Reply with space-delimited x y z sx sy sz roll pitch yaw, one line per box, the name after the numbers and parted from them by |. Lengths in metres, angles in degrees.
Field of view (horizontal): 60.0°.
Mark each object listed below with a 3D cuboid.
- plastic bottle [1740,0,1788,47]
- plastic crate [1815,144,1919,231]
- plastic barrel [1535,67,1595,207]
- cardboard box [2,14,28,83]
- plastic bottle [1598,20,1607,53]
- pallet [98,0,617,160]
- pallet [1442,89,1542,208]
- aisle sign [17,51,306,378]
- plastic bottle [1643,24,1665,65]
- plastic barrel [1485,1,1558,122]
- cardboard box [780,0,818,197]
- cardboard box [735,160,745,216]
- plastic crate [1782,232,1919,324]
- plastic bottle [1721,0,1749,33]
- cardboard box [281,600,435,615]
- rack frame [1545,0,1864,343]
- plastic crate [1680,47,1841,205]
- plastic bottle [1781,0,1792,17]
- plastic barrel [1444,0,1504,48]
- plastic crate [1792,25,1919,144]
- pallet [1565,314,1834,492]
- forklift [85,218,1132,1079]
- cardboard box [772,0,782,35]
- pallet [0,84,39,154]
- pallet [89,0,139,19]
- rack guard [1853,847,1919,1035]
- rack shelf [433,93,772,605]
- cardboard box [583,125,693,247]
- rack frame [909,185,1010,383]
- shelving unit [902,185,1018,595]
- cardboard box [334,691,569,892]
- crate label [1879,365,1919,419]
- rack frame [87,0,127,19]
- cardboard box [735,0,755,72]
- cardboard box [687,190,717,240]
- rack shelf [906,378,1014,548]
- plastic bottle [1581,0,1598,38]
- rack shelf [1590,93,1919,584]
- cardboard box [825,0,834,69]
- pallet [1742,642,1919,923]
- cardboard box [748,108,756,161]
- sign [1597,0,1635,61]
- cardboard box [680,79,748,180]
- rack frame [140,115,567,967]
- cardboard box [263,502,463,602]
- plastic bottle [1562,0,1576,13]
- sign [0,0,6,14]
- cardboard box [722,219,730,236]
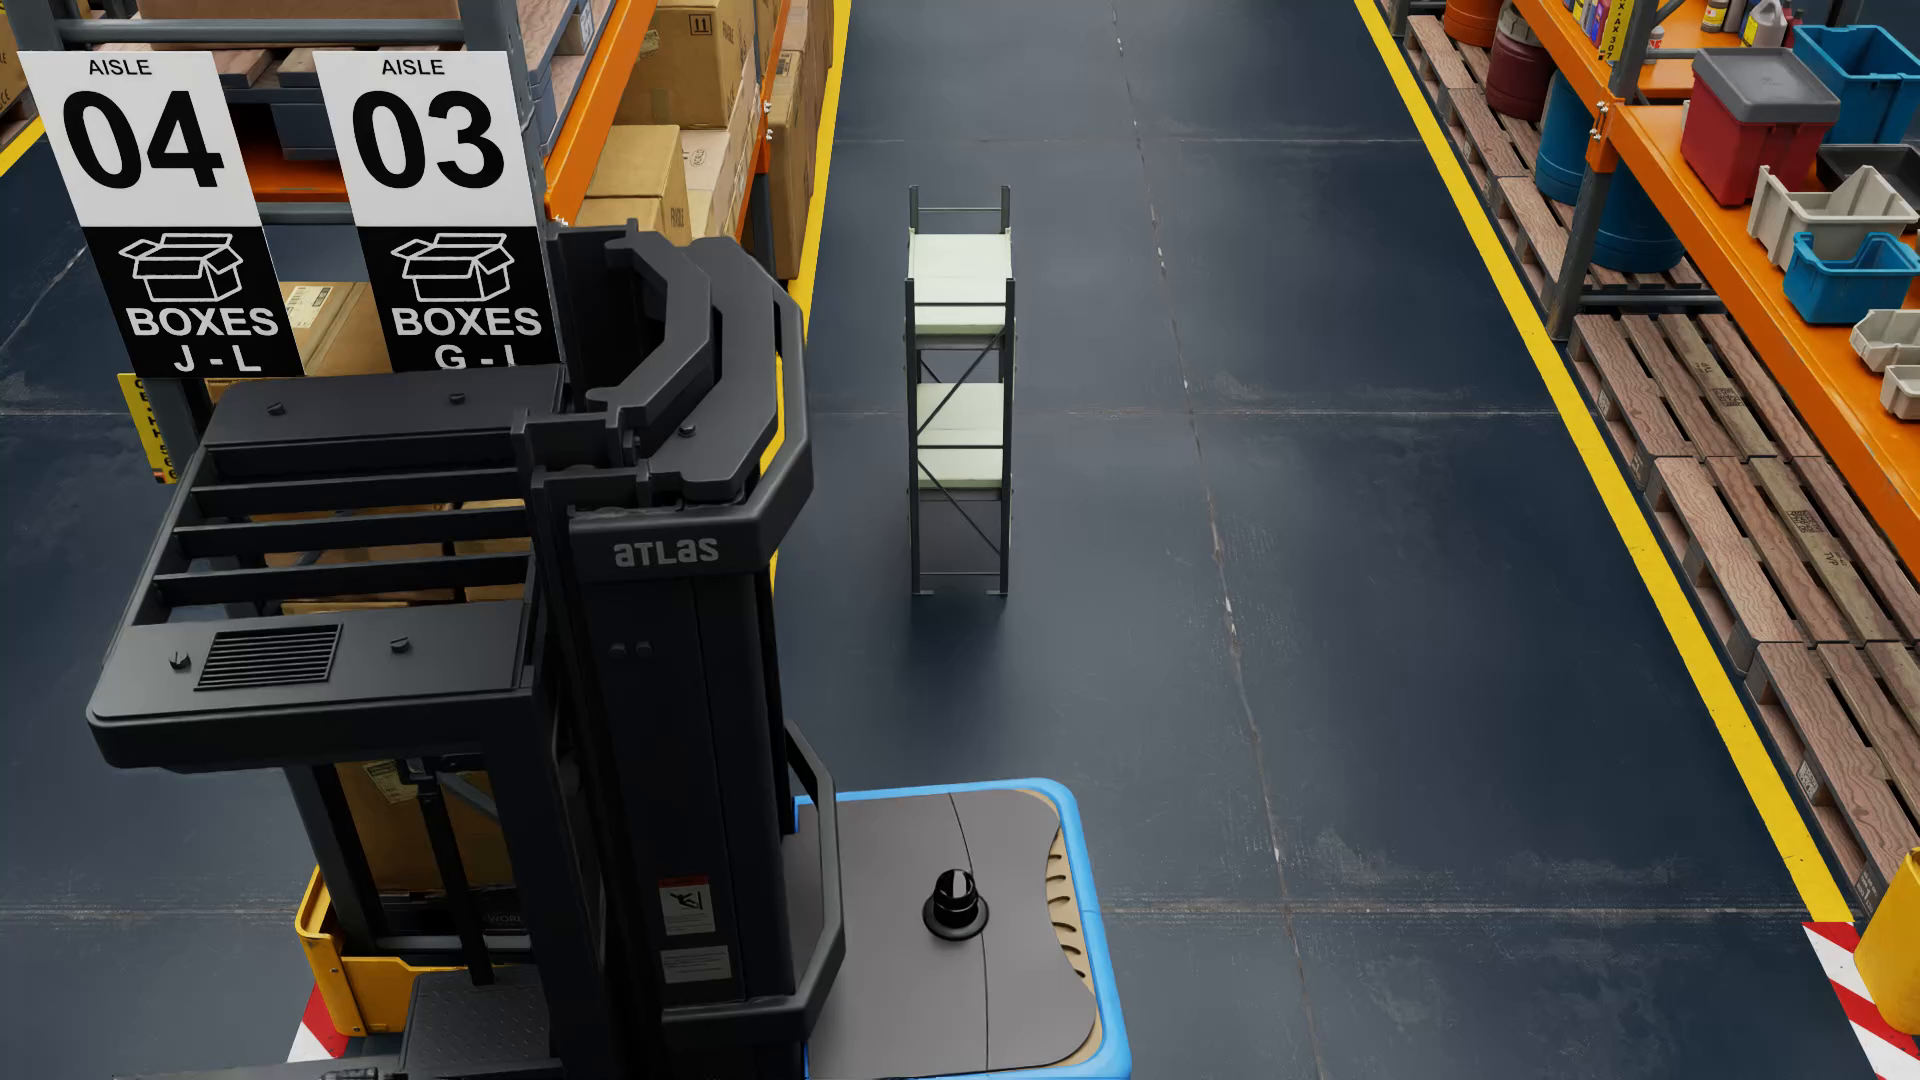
3.851 -2.448 7.945 0.144 0.351 0.185 0 39 0 | plastic bottle
3.798 -1.438 6.817 0.437 0.125 0.590 0 39 0 | plastic crate
3.543 -2.349 9.125 0.600 0.901 0.708 0 39 0 | plastic barrel
-6.131 -3.231 10.547 0.500 0.500 0.500 1 39 2 | cardboard box
3.177 -2.463 8.083 0.097 0.201 0.097 0 39 0 | plastic bottle
-1.432 -1.316 4.166 1.003 0.211 1.213 0 39 0 | pallet
3.564 -2.381 10.052 1.003 0.211 1.213 0 39 0 | pallet
-1.720 -0.686 3.628 0.394 0.787 0.004 0 39 0 | aisle sign
3.329 -2.402 8.007 0.097 0.201 0.097 0 39 0 | plastic bottle
3.542 -2.934 10.104 0.600 0.588 0.708 0 39 0 | plastic barrel
-1.448 -2.512 9.349 1.225 0.875 0.875 -1 39 -2 | cardboard box
-1.096 -1.447 6.858 0.380 0.149 0.250 1 39 1 | cardboard box
3.274 -0.962 6.138 0.416 0.233 0.300 0 39 0 | plastic crate
3.908 -2.692 8.309 0.152 0.276 0.135 0 39 0 | plastic bottle
-1.750 0.159 4.854 0.380 0.149 0.250 1 39 1 | cardboard box
3.528 -2.221 7.623 1.000 3.000 0.127 0 39 0 | rack frame
3.278 -1.711 6.888 0.402 0.464 0.583 0 39 0 | plastic crate
3.954 -2.489 8.050 0.061 0.283 0.133 0 39 0 | plastic bottle
3.541 -3.734 10.910 0.600 0.830 0.708 0 39 0 | plastic barrel
3.869 -1.947 7.246 0.392 0.384 0.575 0 39 0 | plastic crate
3.567 -0.673 7.922 1.003 0.211 1.213 0 39 0 | pallet
-1.121 0.756 3.963 3.031 2.935 1.130 -4 39 -5 | forklift
-1.177 -2.859 8.339 0.500 0.500 0.500 0 39 0 | cardboard box
-6.392 -2.441 10.127 1.003 0.211 1.213 0 39 0 | pallet
-6.315 -4.184 12.302 1.003 0.211 1.213 0 39 0 | pallet
3.545 1.270 5.265 1.175 0.500 0.348 0 39 0 | rack guard
-1.423 -0.686 6.283 1.077 0.370 4.000 0 39 0 | rack shelf
-1.158 -1.004 5.386 0.500 0.500 0.500 -1 39 -1 | cardboard box
0.000 -0.818 7.072 0.400 1.500 0.023 0 39 0 | rack frame
0.000 -0.589 6.786 0.431 1.500 0.755 0 39 0 | shelving unit
-1.501 0.549 5.530 0.875 0.875 0.875 0 39 0 | cardboard box
3.340 -0.506 5.645 0.396 0.136 0.243 0 39 0 | crate label
-6.390 -4.779 10.815 1.000 3.000 0.127 0 39 0 | rack frame
-1.157 -2.281 6.980 0.500 0.500 0.500 1 39 1 | cardboard box
-1.161 -1.040 6.031 0.500 0.250 0.500 -1 39 -1 | cardboard box
0.000 -0.335 6.990 0.431 0.370 0.720 0 39 0 | rack shelf
3.204 -2.648 8.254 0.152 0.276 0.135 0 39 0 | plastic bottle
3.530 -0.690 6.288 1.077 0.370 4.000 0 39 0 | rack shelf
-1.450 -3.622 10.735 1.225 0.875 0.875 -2 39 -2 | cardboard box
3.570 0.852 6.018 1.003 0.211 1.213 0 39 0 | pallet
-1.097 -1.768 7.258 0.380 0.149 0.250 1 39 1 | cardboard box
2.978 -2.330 7.538 0.100 0.325 0.005 0 39 0 | sign
-1.159 -1.676 6.825 0.500 0.250 0.500 1 39 1 | cardboard box
-1.421 0.284 4.498 1.000 3.000 0.127 0 39 0 | rack frame
-1.686 -0.077 4.829 0.500 0.250 0.500 -1 39 -1 | cardboard box
3.199 -2.892 8.500 0.144 0.351 0.185 0 39 0 | plastic bottle
-1.963 -1.210 3.318 0.100 0.325 0.005 0 39 0 | sign
-1.095 -1.126 6.457 0.380 0.149 0.250 -1 39 -1 | cardboard box
